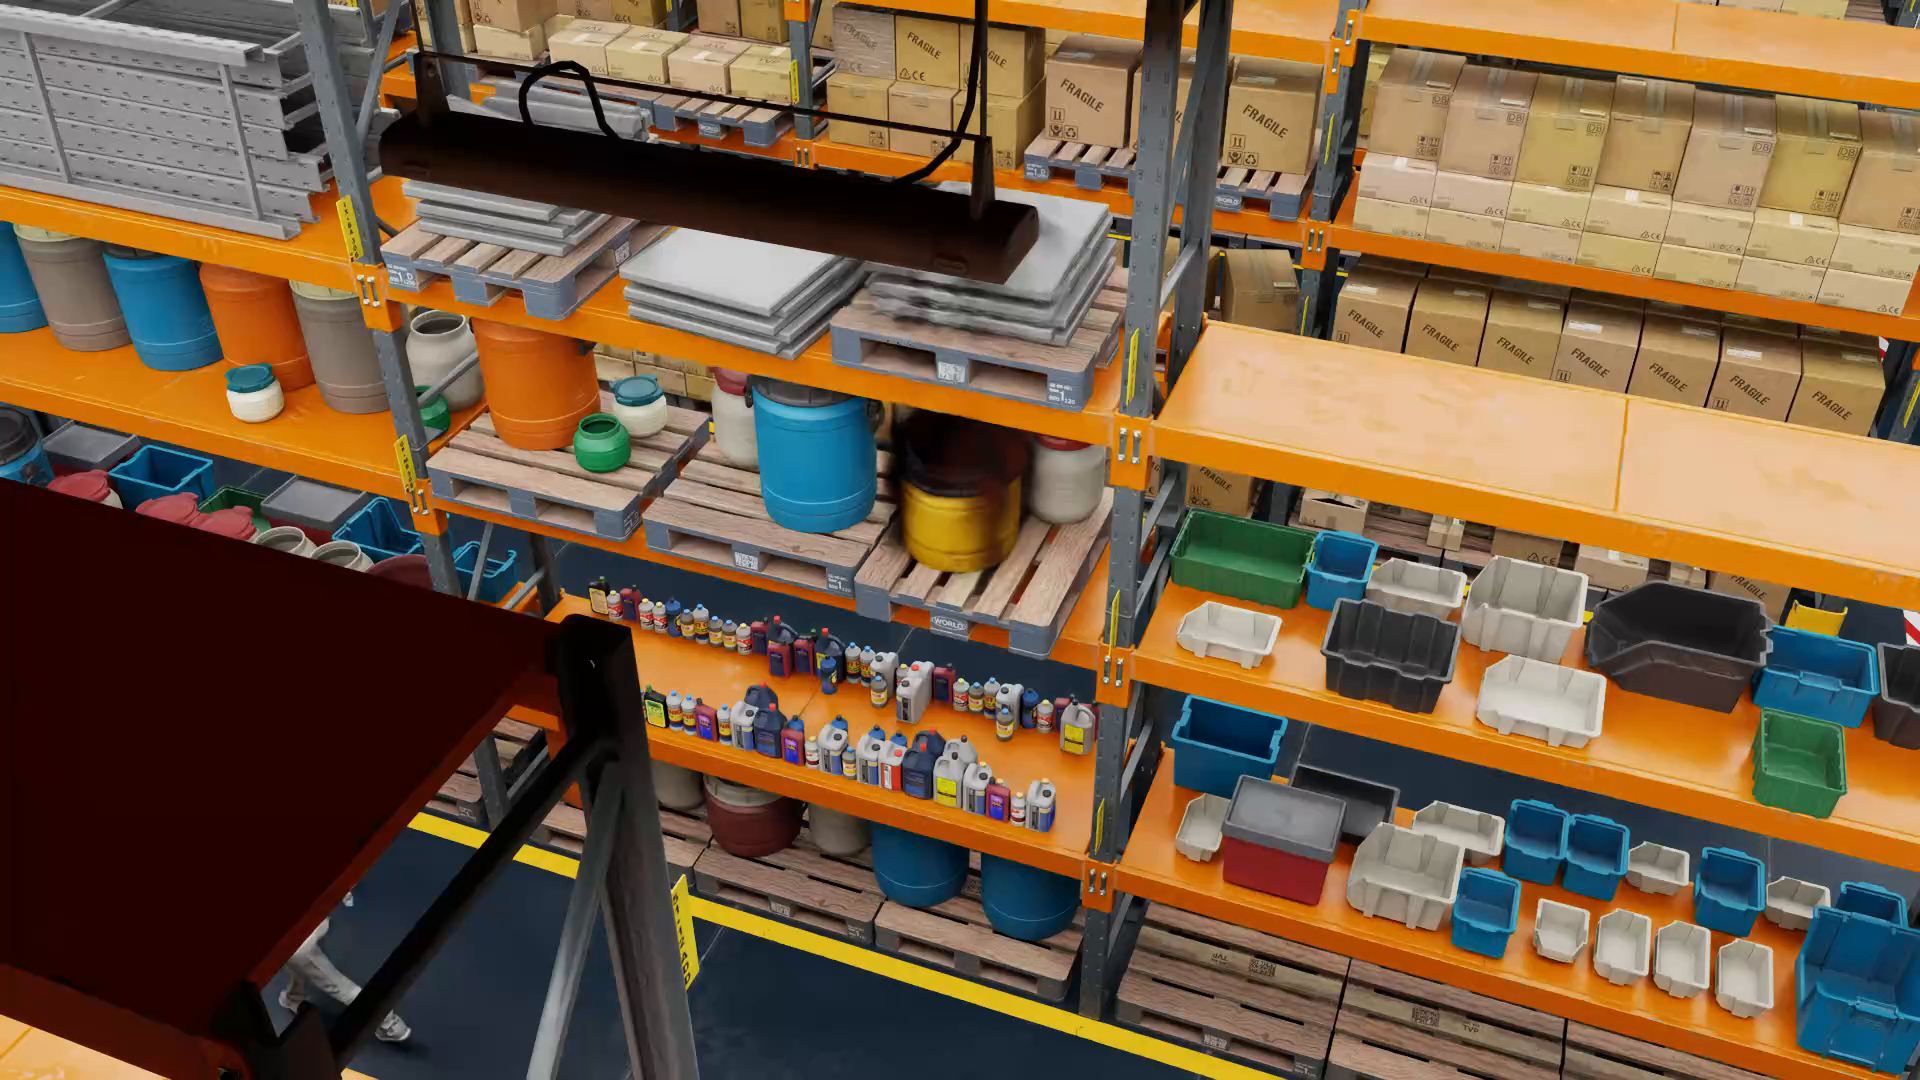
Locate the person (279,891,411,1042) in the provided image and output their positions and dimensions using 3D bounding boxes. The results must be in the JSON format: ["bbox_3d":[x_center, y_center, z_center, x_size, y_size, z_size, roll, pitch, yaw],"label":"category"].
[{"bbox_3d":[-3.599,2.198,9.136,0.998,1.503,0.625,17,40,21],"label":"person"}]
